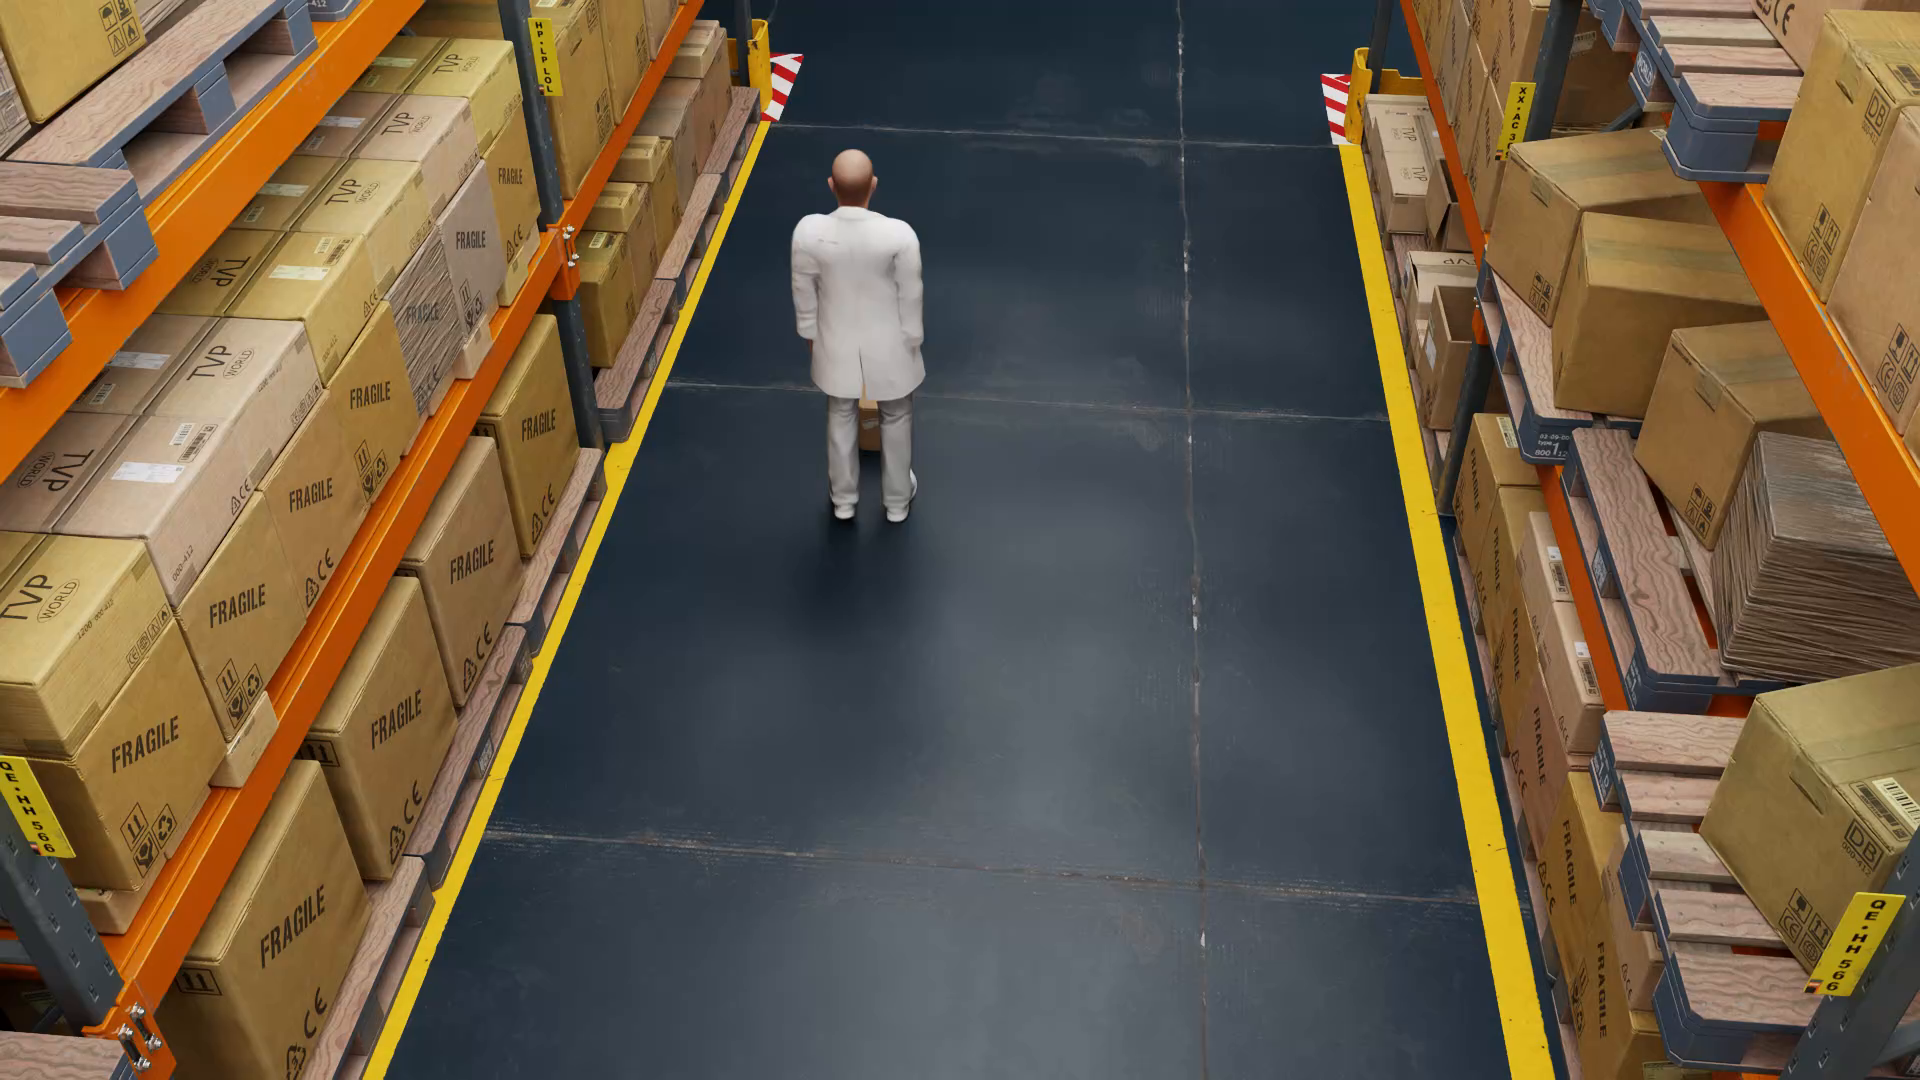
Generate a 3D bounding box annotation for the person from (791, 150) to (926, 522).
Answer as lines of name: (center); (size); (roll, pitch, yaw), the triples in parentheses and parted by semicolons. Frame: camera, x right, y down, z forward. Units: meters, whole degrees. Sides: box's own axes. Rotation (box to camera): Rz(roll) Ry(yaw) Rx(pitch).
person: (-0.432, -0.878, 7.241); (0.563, 1.774, 0.380); (4, 40, 5)
